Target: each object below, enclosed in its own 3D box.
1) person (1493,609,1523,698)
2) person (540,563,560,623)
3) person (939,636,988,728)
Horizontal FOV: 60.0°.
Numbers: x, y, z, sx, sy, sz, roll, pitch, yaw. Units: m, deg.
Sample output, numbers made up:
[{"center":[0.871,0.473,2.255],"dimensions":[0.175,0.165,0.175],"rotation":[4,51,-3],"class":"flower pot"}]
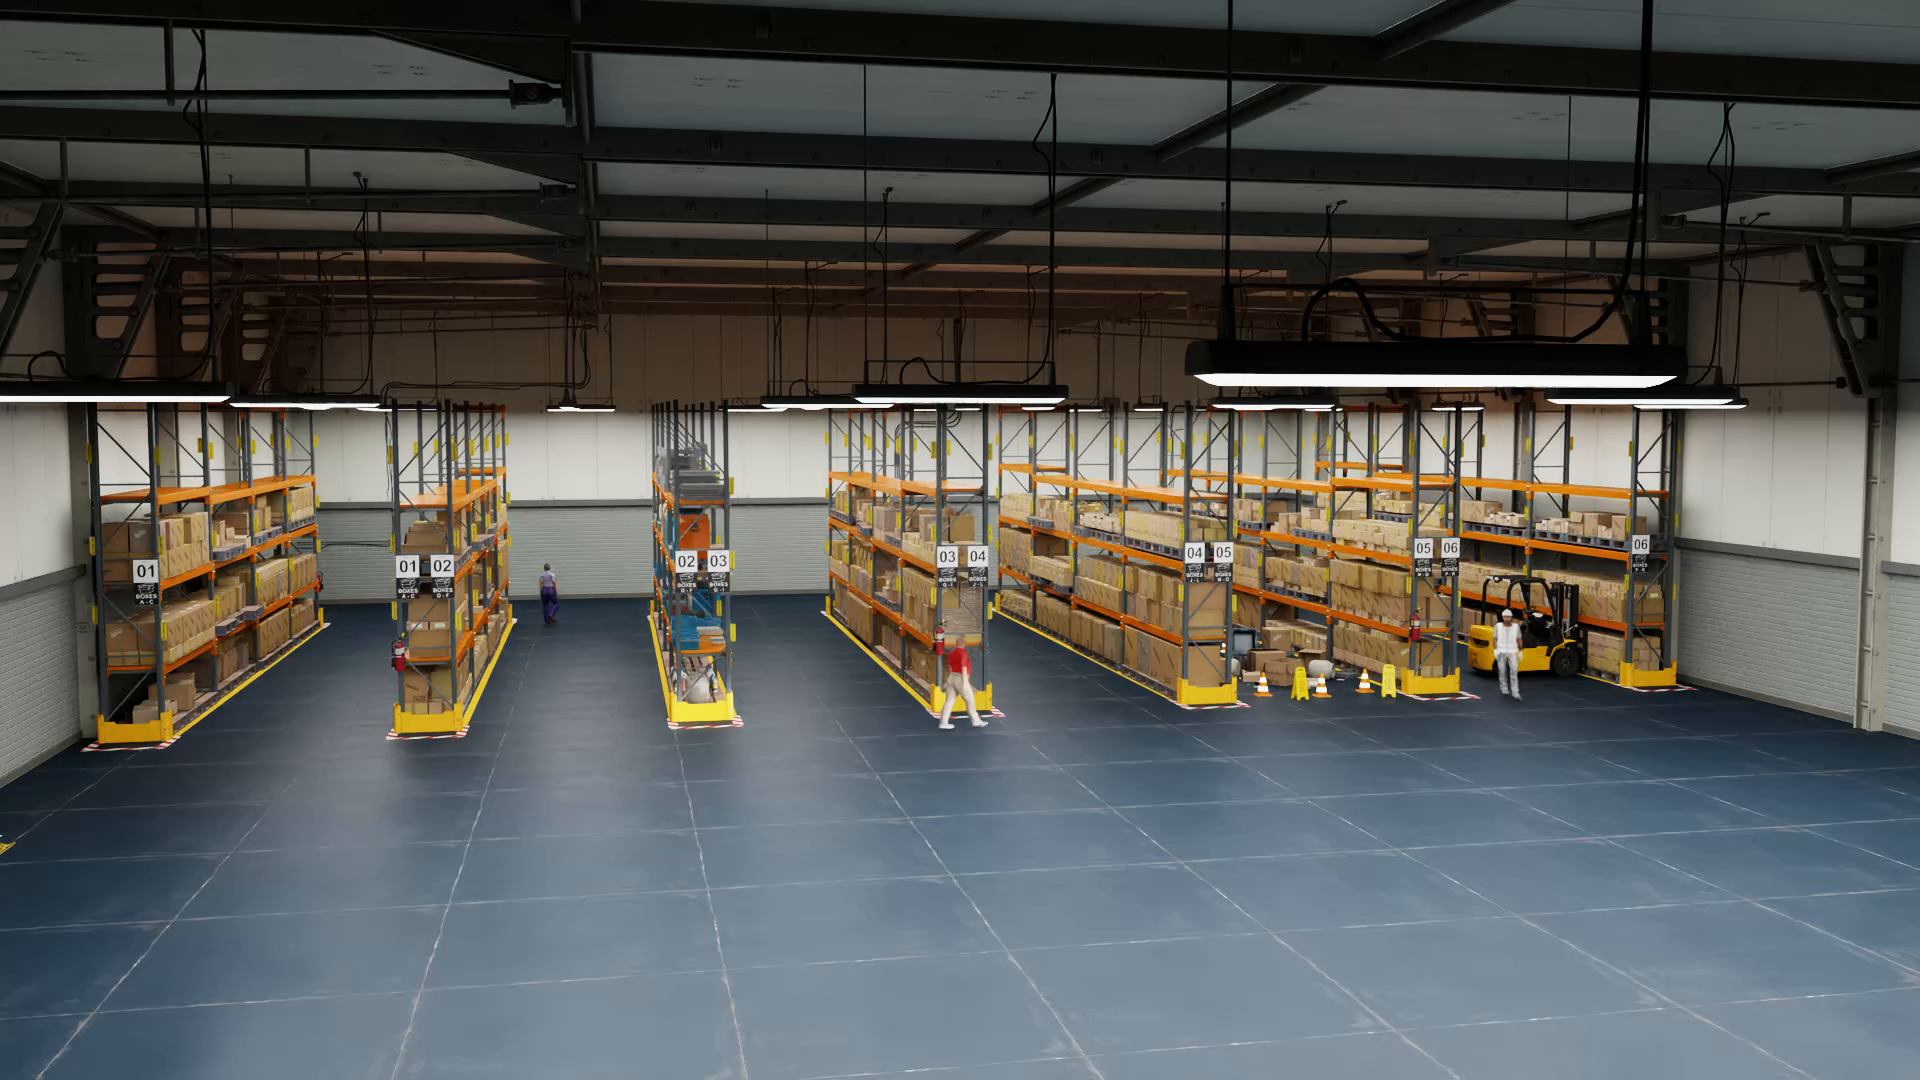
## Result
[{"center":[11.093,2.286,33.678],"dimensions":[0.597,1.747,0.890],"rotation":[2,5,19],"class":"person"},{"center":[-11.273,1.469,45.515],"dimensions":[0.501,1.651,0.491],"rotation":[1,4,13],"class":"person"},{"center":[0.031,2.577,30.322],"dimensions":[0.980,1.663,0.586],"rotation":[-4,6,-40],"class":"person"}]
